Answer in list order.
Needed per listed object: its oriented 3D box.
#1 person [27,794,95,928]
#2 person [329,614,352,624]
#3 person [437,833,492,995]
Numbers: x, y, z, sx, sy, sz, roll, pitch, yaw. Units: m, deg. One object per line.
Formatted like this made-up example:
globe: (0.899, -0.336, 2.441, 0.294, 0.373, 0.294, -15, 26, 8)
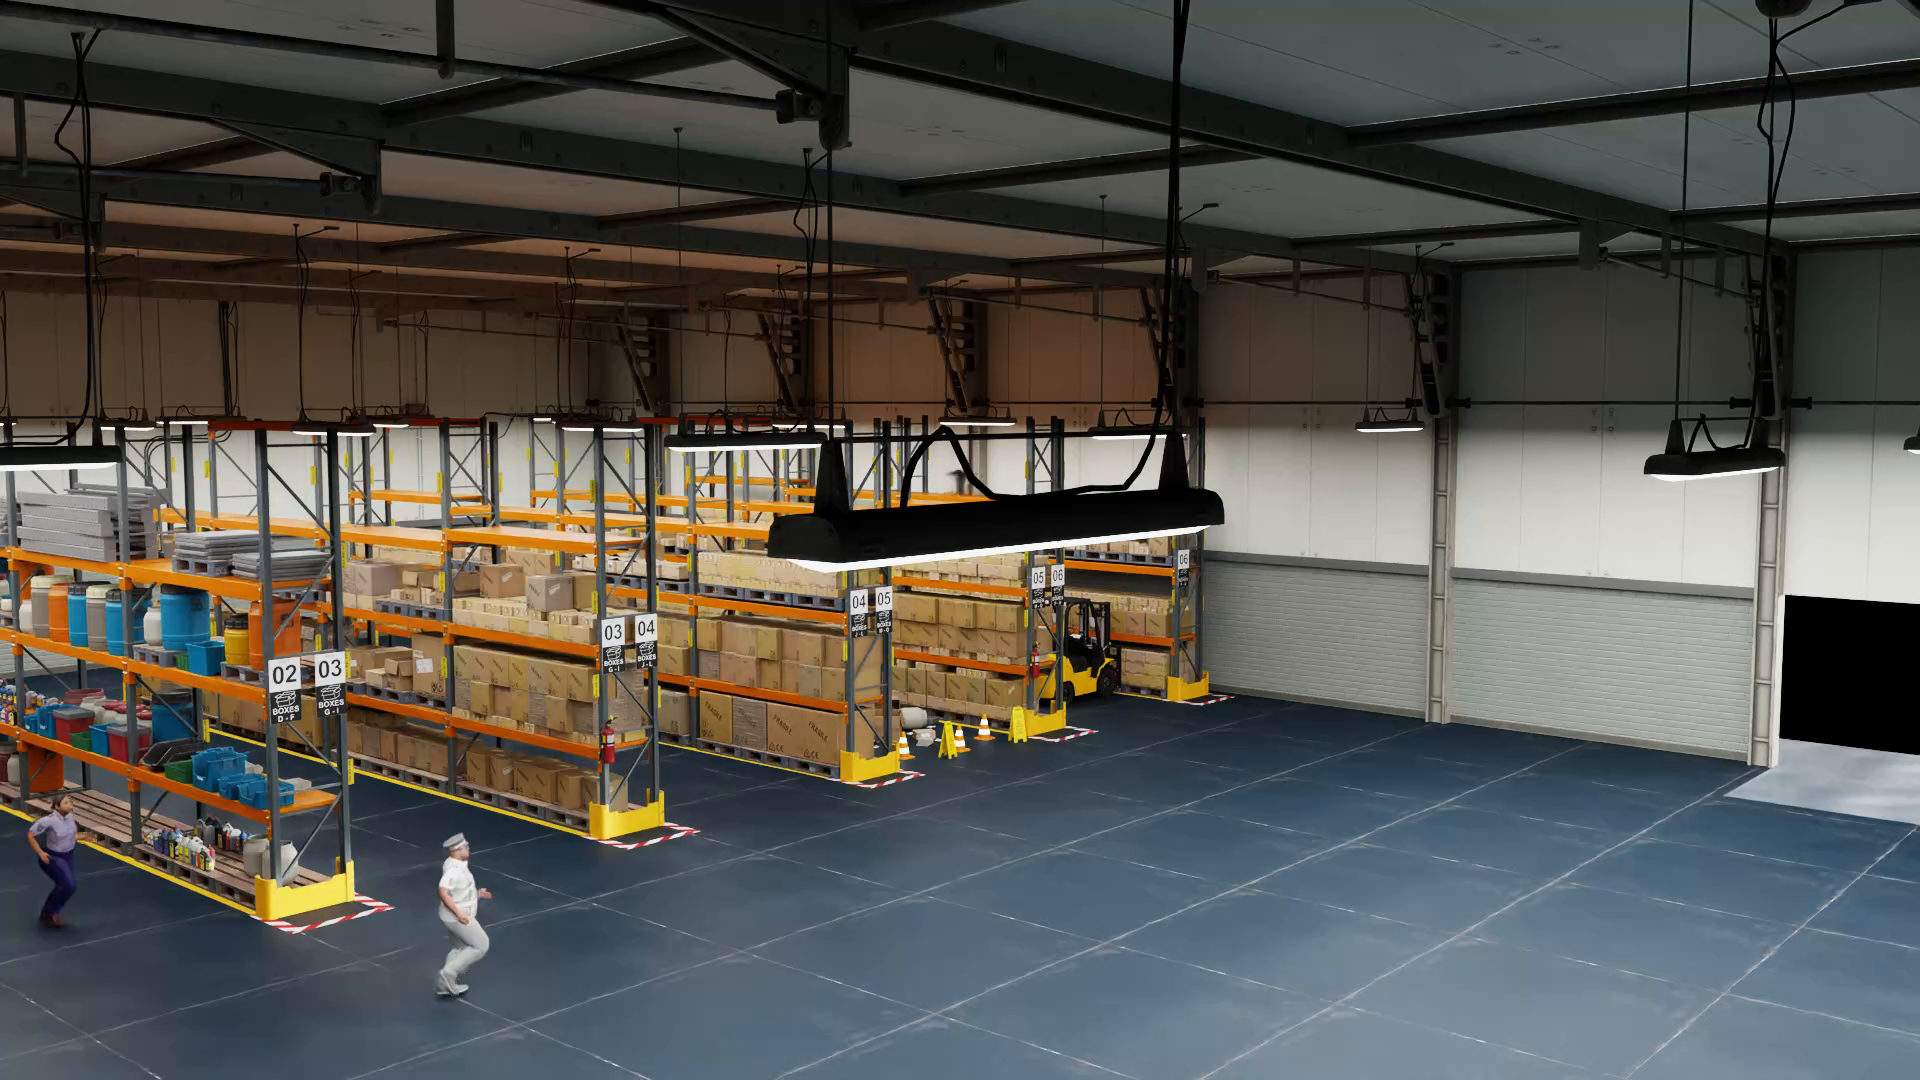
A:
person: (-10.828, 3.875, 20.022, 0.695, 1.616, 0.610, 1, 5, 8)
person: (-14.584, 2.212, 39.336, 0.737, 1.741, 0.655, 0, 5, -2)
person: (-5.285, 3.981, 17.729, 0.597, 1.731, 0.663, -2, 5, -23)
